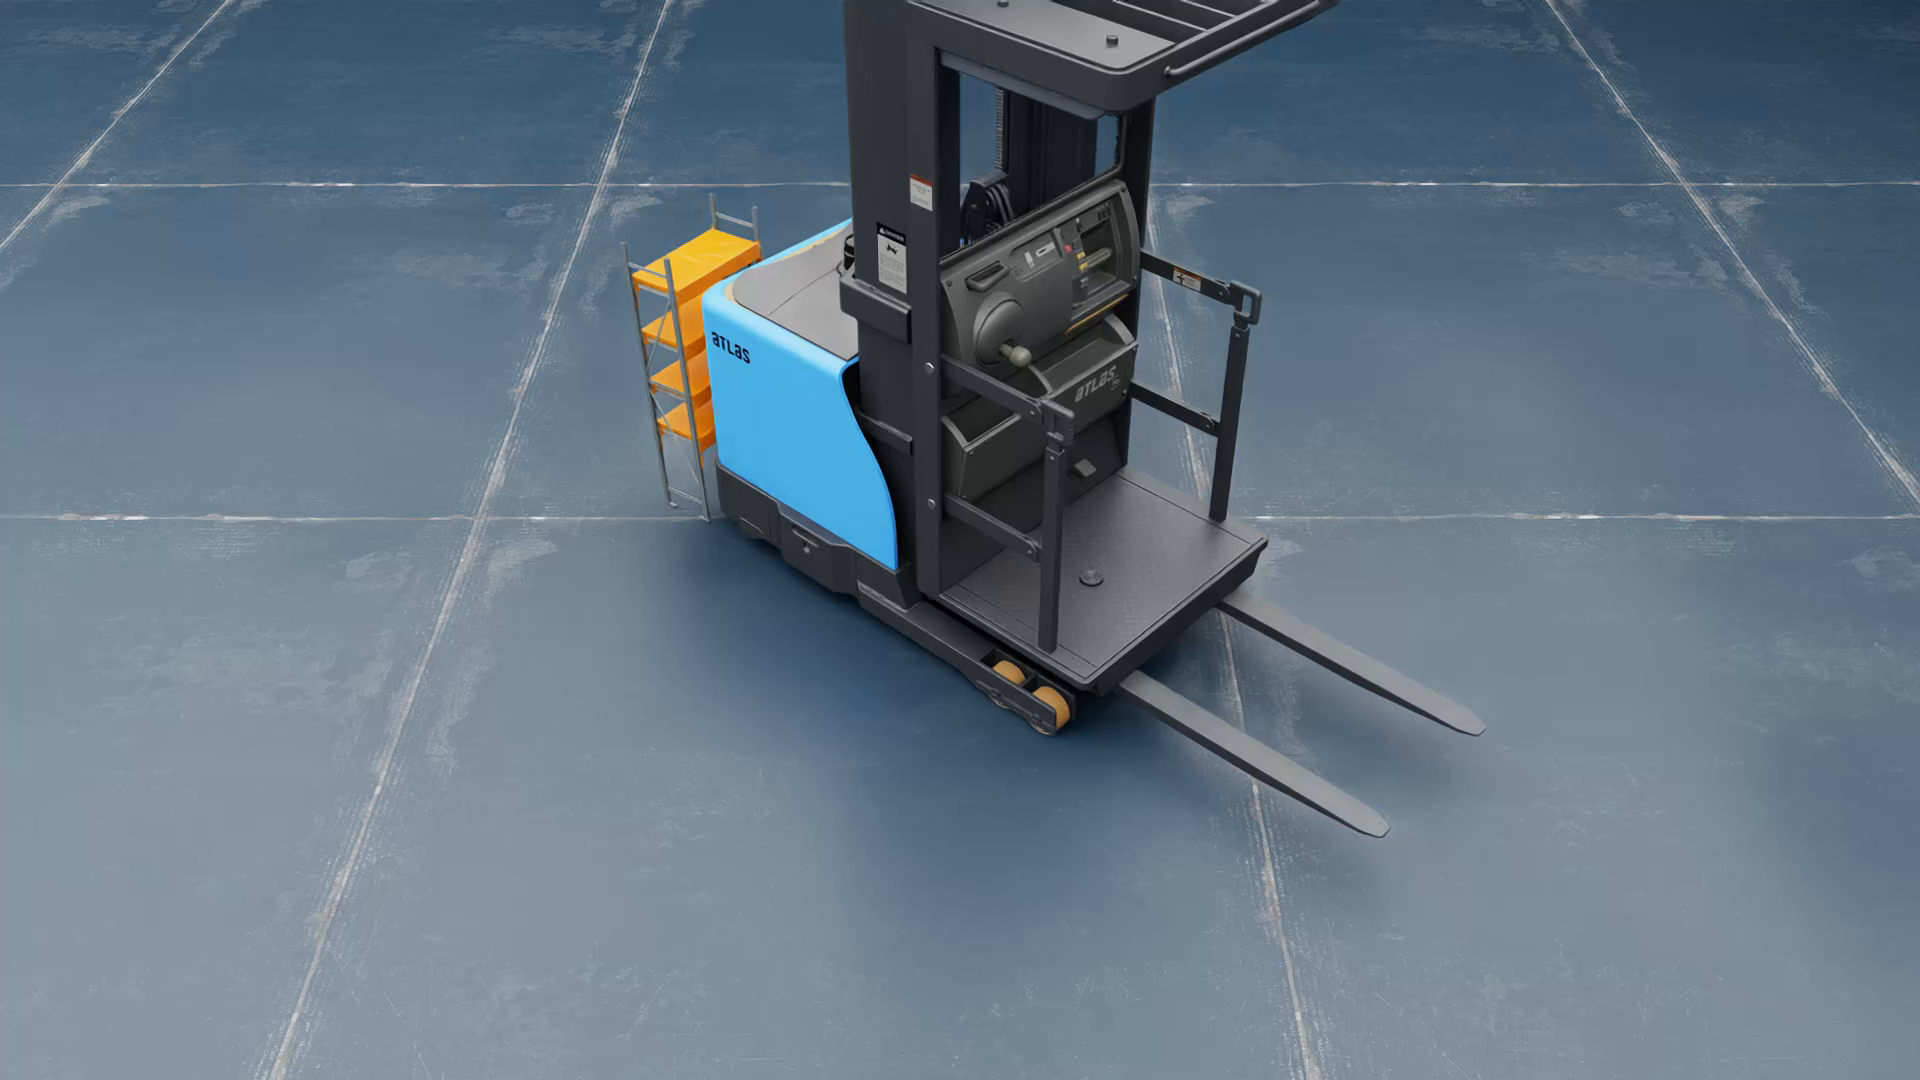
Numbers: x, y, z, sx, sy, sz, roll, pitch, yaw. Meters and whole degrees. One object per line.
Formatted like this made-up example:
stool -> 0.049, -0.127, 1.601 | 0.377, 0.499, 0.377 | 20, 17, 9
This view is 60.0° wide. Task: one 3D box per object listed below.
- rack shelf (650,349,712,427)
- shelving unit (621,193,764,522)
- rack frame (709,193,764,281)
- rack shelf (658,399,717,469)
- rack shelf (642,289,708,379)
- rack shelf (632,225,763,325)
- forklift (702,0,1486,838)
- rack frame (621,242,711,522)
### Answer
rack shelf -> -1.002, -0.664, 6.718 | 0.258, 0.148, 0.480 | 22, 44, 29
shelving unit -> -1.005, -0.718, 6.677 | 0.258, 1.200, 0.503 | 22, 44, 29
rack frame -> -0.863, -0.842, 6.832 | 0.240, 1.200, 0.015 | 22, 44, 29
rack shelf -> -0.995, -0.506, 6.838 | 0.258, 0.148, 0.480 | 22, 44, 29
rack shelf -> -1.010, -0.842, 6.583 | 0.258, 0.148, 0.480 | 22, 44, 29
rack shelf -> -1.018, -1.030, 6.440 | 0.258, 0.148, 0.480 | 22, 44, 29
forklift -> 0.440, -0.830, 5.441 | 3.031, 2.935, 1.130 | 30, 48, 32
rack frame -> -1.146, -0.594, 6.522 | 0.240, 1.200, 0.015 | 22, 44, 29
